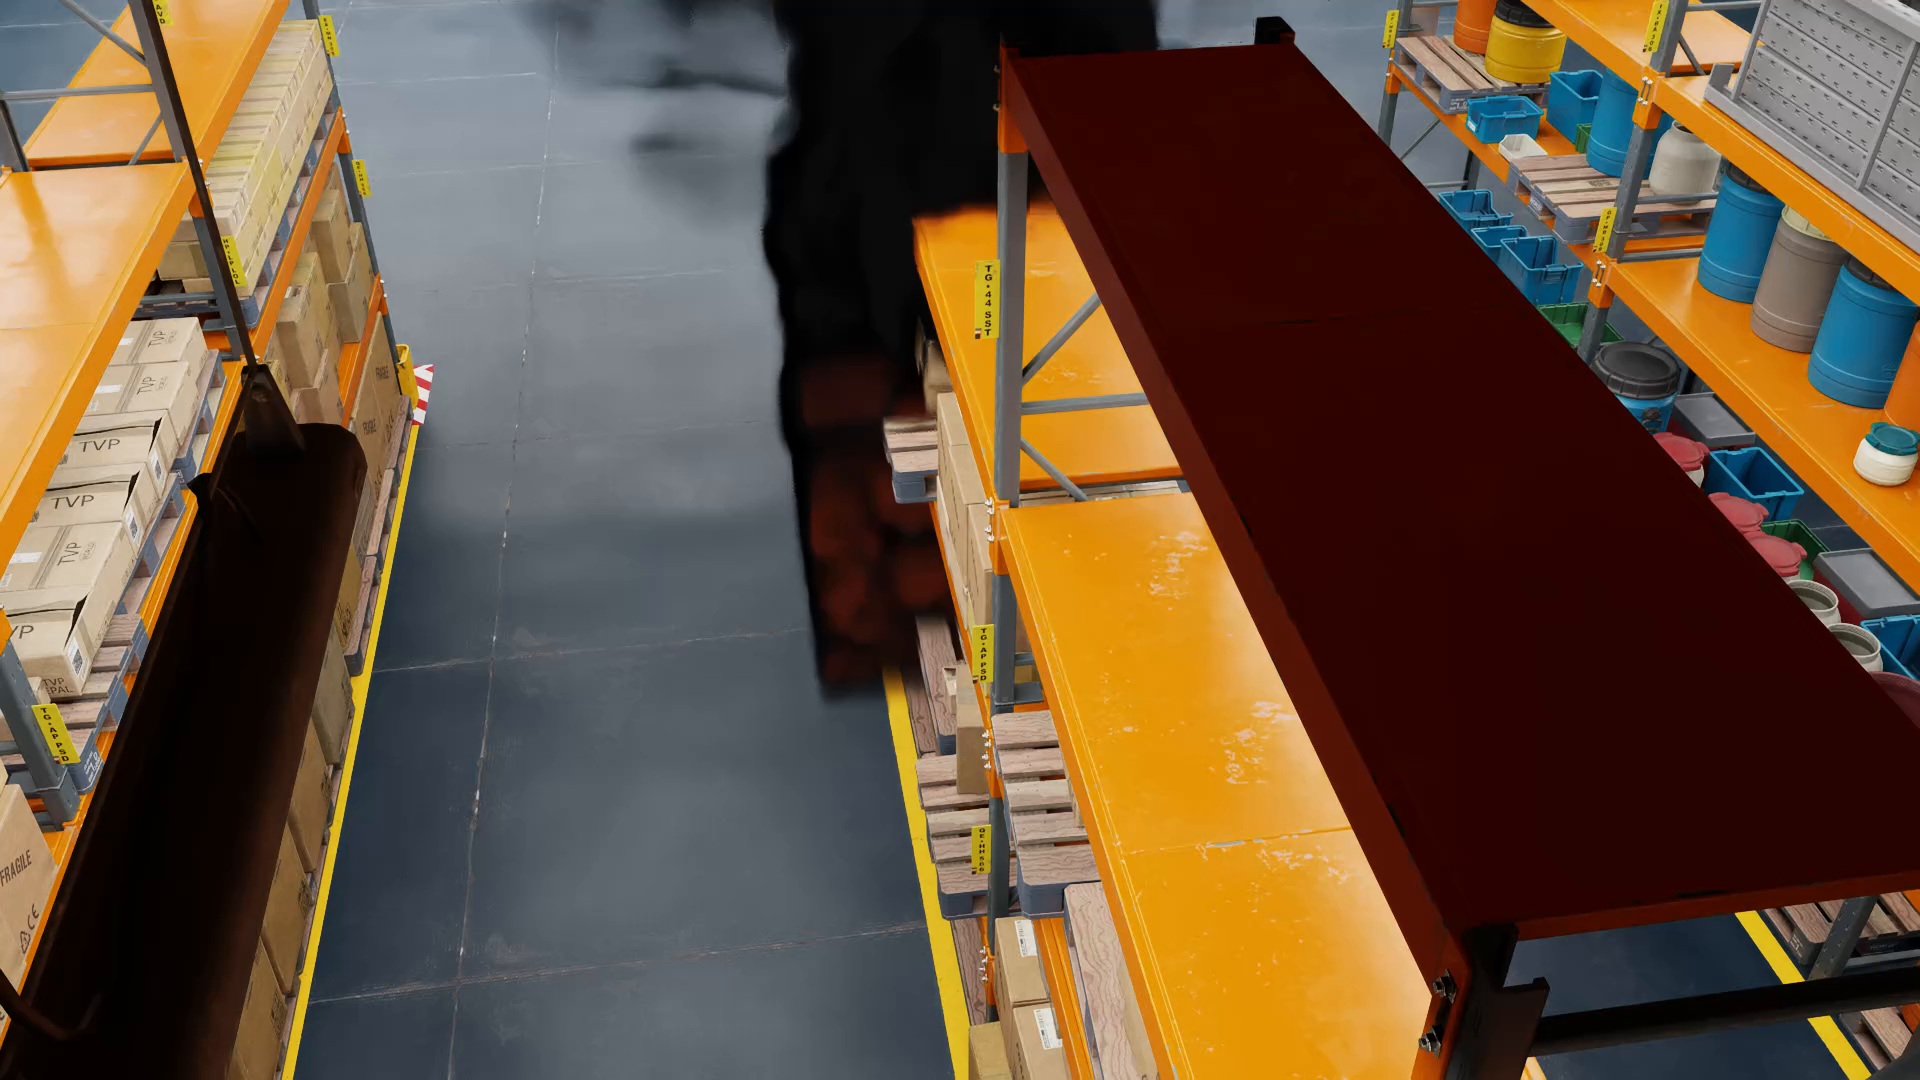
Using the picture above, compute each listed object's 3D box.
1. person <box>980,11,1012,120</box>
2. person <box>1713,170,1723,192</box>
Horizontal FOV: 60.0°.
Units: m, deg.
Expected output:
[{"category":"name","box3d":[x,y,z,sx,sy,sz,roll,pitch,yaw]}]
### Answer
[{"category":"person","box3d":[0.519,-5.352,19.346,0.931,1.649,0.611,9,37,12]},{"category":"person","box3d":[7.958,-4.348,17.882,0.979,1.794,0.711,15,39,19]}]
